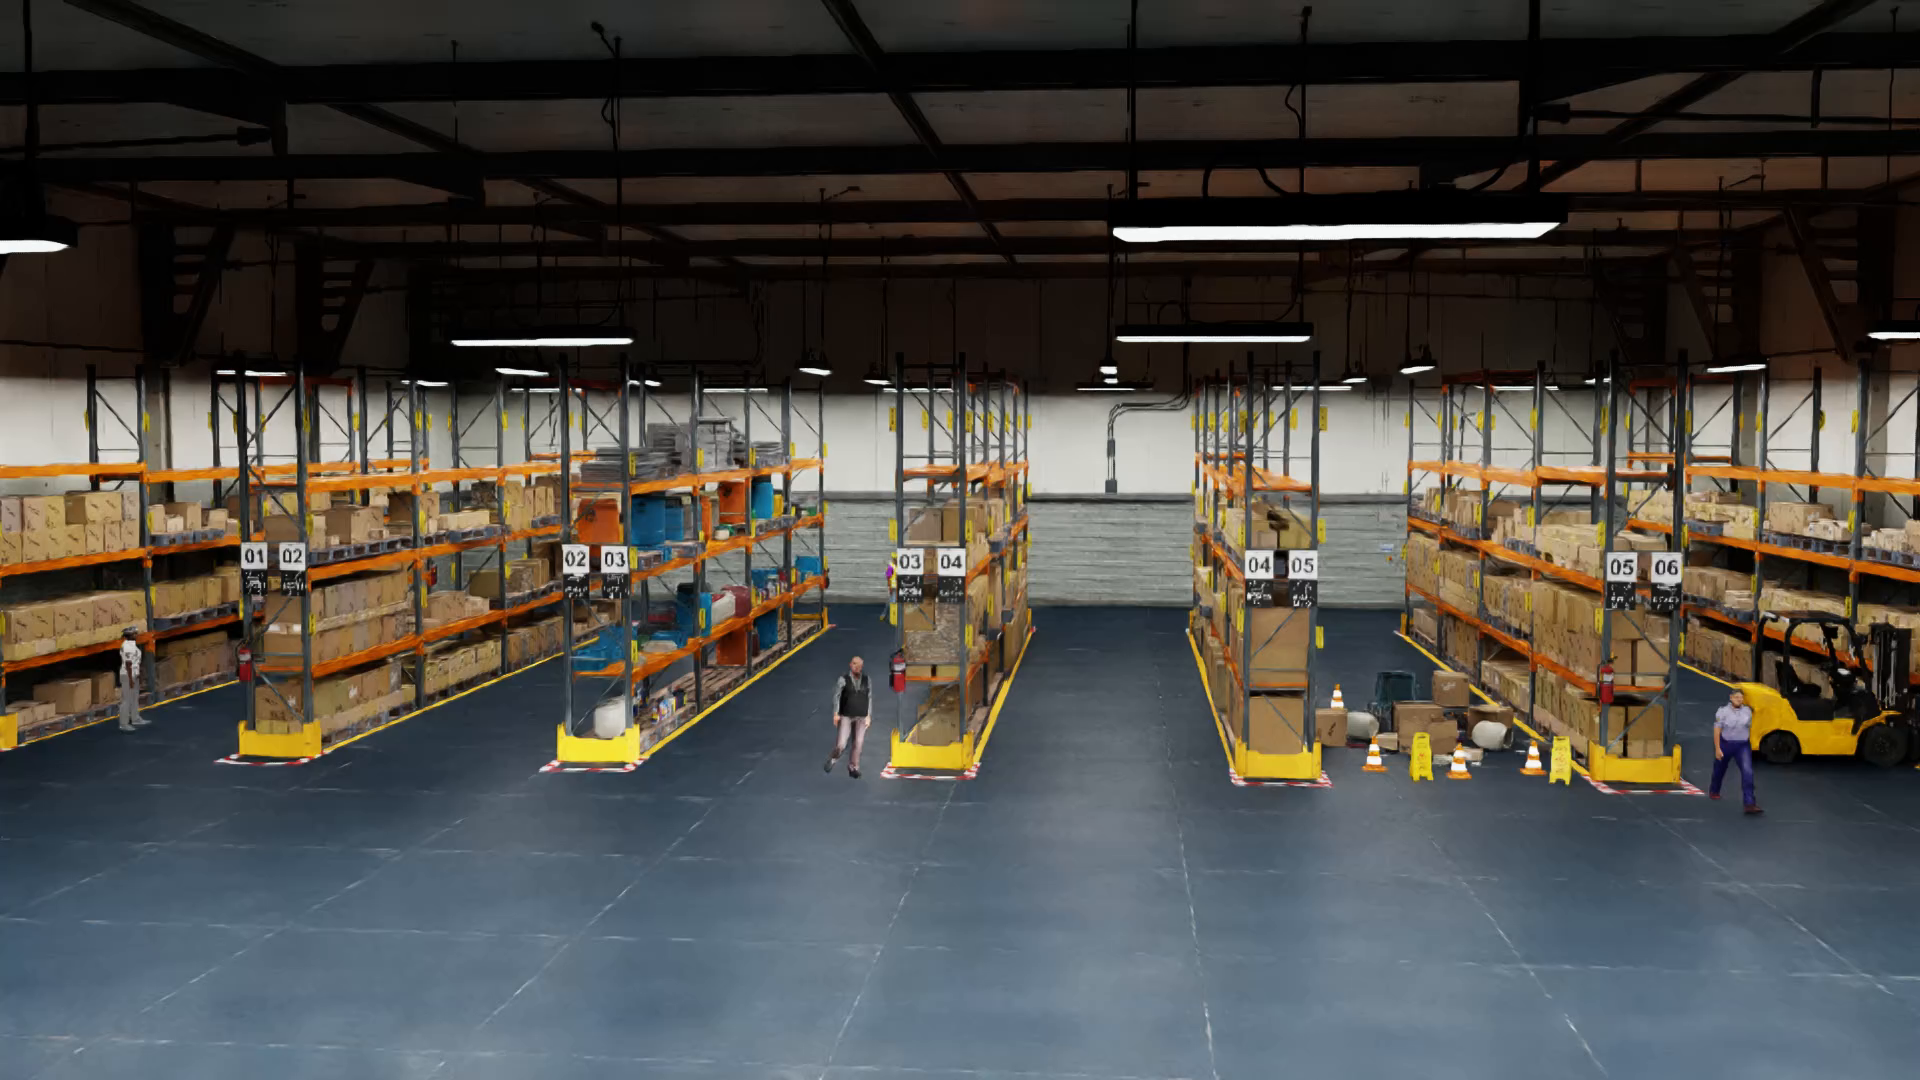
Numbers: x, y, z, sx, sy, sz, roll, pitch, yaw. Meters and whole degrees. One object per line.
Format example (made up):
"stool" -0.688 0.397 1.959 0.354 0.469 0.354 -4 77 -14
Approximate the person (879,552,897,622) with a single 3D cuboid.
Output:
"person" -1.696 1.173 41.361 0.465 1.761 0.722 2 5 31

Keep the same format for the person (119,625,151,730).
"person" -13.488 2.225 27.121 0.440 1.683 0.551 -2 4 -21

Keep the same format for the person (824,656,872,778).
"person" -1.572 2.477 23.429 0.643 1.708 0.528 -2 4 -22

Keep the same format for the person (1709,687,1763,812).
"person" 10.016 2.675 21.552 0.479 1.567 1.090 1 4 8
